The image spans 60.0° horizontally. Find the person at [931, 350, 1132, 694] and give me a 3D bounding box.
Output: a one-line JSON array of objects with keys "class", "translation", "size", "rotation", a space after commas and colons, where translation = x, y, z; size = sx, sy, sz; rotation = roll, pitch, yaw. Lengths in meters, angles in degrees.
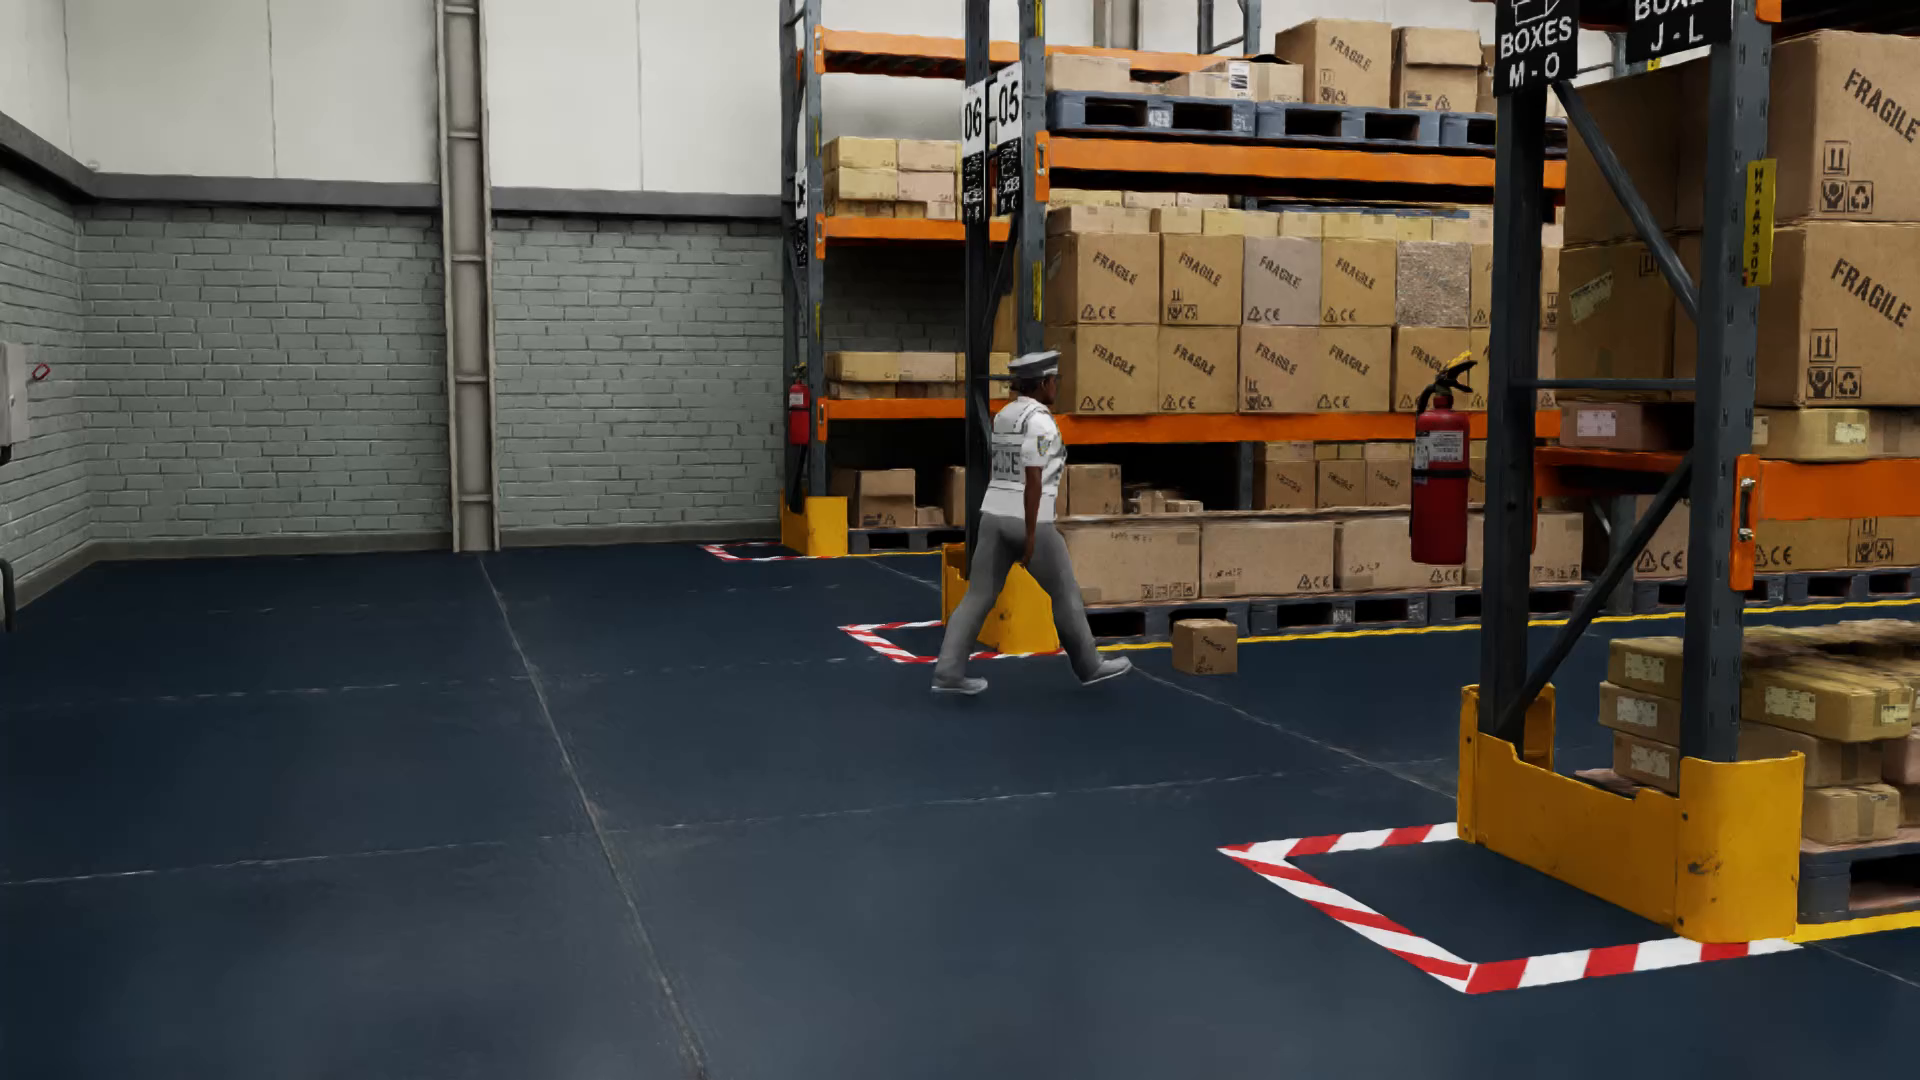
[{"class": "person", "translation": [0.349, -0.088, 7.846], "size": [0.999, 1.600, 0.456], "rotation": [-4, 7, -33]}]
